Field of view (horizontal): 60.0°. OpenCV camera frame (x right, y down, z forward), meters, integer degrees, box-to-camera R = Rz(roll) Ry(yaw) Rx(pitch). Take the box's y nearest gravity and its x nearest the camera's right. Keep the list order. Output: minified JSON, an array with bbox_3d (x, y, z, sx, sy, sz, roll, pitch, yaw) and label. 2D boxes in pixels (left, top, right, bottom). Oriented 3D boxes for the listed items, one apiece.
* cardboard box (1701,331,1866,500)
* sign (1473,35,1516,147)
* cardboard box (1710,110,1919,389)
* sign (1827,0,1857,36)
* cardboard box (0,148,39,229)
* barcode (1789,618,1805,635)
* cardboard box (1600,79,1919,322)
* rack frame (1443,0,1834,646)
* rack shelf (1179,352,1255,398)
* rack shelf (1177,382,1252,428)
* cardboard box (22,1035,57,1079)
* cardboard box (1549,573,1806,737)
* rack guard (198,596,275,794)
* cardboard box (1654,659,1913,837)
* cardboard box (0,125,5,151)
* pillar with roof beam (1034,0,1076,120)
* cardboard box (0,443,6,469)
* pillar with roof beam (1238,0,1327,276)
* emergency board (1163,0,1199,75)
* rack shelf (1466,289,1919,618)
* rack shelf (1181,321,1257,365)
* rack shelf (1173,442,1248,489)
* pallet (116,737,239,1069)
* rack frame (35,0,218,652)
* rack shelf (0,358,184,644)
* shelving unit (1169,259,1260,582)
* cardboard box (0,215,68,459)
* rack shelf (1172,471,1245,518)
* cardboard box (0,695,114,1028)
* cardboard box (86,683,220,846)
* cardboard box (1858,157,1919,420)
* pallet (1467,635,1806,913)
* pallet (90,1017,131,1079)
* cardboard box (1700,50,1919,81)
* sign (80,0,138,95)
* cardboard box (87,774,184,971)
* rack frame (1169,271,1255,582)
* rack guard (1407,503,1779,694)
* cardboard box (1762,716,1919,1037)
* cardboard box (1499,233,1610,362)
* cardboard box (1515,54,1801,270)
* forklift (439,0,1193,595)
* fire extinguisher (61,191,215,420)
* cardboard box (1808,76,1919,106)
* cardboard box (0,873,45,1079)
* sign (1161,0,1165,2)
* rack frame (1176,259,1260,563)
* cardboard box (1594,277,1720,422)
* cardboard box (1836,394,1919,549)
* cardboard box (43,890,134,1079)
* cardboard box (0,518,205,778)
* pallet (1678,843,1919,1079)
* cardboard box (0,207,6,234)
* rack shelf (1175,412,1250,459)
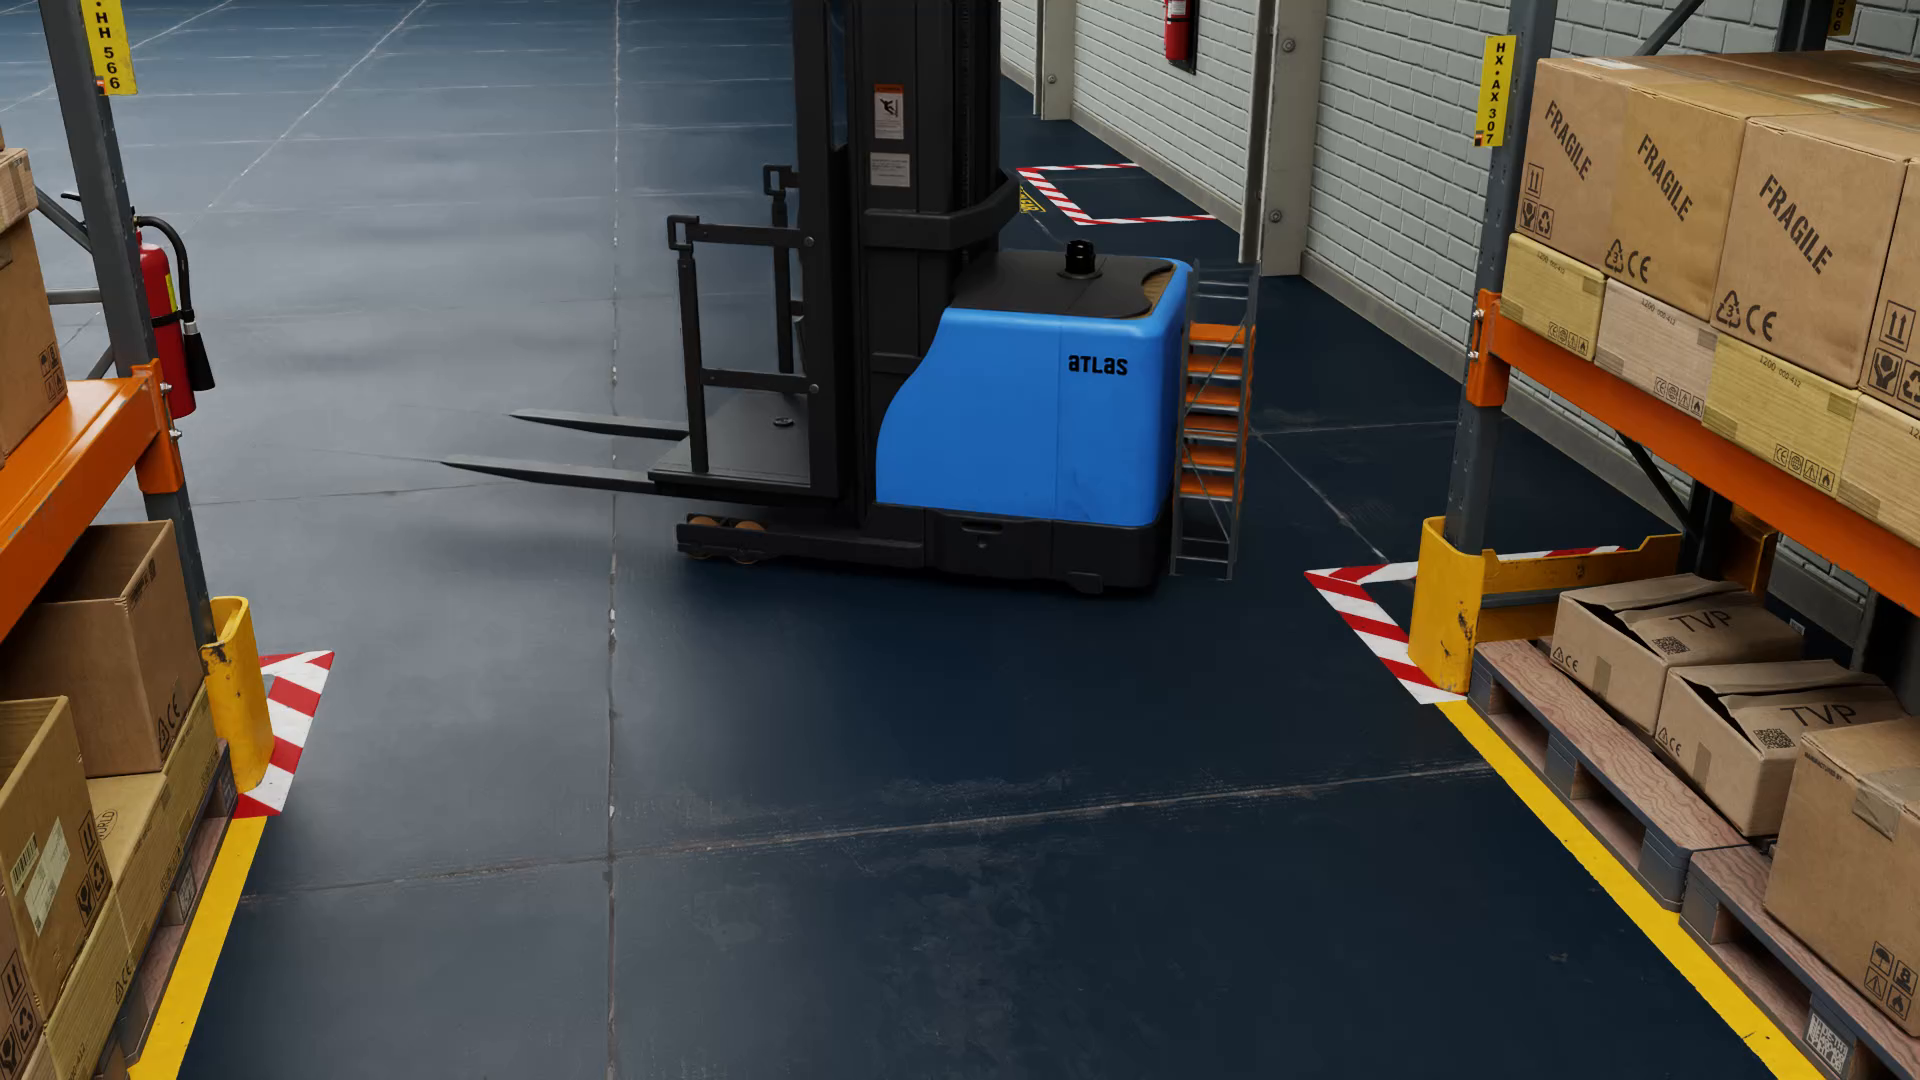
[{"bbox_3d":[2.126,-0.317,3.892,0.500,0.250,0.500,-5,24,-11],"label":"cardboard box"},{"bbox_3d":[1.617,-1.353,5.019,0.100,0.325,0.005,-4,24,-10],"label":"sign"},{"bbox_3d":[2.114,-0.672,3.766,0.500,0.500,0.500,-5,24,-11],"label":"cardboard box"},{"bbox_3d":[2.699,-1.705,5.065,0.100,0.325,0.005,-4,24,-10],"label":"sign"},{"bbox_3d":[-2.460,-0.835,3.979,0.380,0.149,0.250,-5,24,-11],"label":"cardboard box"},{"bbox_3d":[2.586,0.286,5.145,0.001,0.075,0.075,-4,24,-10],"label":"barcode"},{"bbox_3d":[2.024,-0.875,4.232,0.500,0.500,0.500,-4,24,-10],"label":"cardboard box"},{"bbox_3d":[2.150,-0.997,5.284,1.000,3.000,0.127,-4,24,-10],"label":"rack frame"},{"bbox_3d":[0.953,-0.616,6.171,0.258,0.103,0.180,6,24,13],"label":"rack shelf"},{"bbox_3d":[0.953,-0.506,6.219,0.258,0.103,0.180,6,24,13],"label":"rack shelf"},{"bbox_3d":[-2.039,1.217,3.126,0.500,0.250,0.500,-4,24,-10],"label":"cardboard box"},{"bbox_3d":[2.189,0.313,5.096,0.500,0.311,0.500,-7,25,-16],"label":"cardboard box"},{"bbox_3d":[-2.722,0.508,4.963,1.175,0.500,0.348,-4,24,-10],"label":"rack guard"},{"bbox_3d":[2.295,0.537,4.582,0.500,0.311,0.500,-2,24,-5],"label":"cardboard box"},{"bbox_3d":[-2.634,-1.063,3.691,0.700,0.500,0.500,-4,24,-10],"label":"cardboard box"},{"bbox_3d":[-3.320,-7.936,13.677,9.100,9.000,0.400,-4,24,-10],"label":"pillar with roof beam"},{"bbox_3d":[-2.542,-0.283,3.526,0.700,0.500,0.500,-4,24,-8],"label":"cardboard box"},{"bbox_3d":[-2.211,-5.576,8.273,9.100,9.000,0.400,-4,24,-10],"label":"pillar with roof beam"},{"bbox_3d":[1.600,-4.120,12.436,0.194,1.169,0.643,-4,24,-10],"label":"emergency board"},{"bbox_3d":[2.520,0.120,3.627,1.077,0.370,4.000,-4,24,-10],"label":"rack shelf"},{"bbox_3d":[0.954,-0.726,6.123,0.258,0.103,0.180,6,24,13],"label":"rack shelf"},{"bbox_3d":[0.952,-0.286,6.315,0.258,0.103,0.180,6,24,13],"label":"rack shelf"},{"bbox_3d":[-2.535,0.947,4.318,1.003,0.211,1.213,-4,24,-10],"label":"pallet"},{"bbox_3d":[-2.718,-0.628,4.441,1.000,3.000,0.127,-4,24,-10],"label":"rack frame"},{"bbox_3d":[-2.348,0.488,2.784,1.077,0.370,4.000,-4,24,-10],"label":"rack shelf"},{"bbox_3d":[0.952,-0.437,6.249,0.258,1.200,0.189,6,24,13],"label":"shelving unit"},{"bbox_3d":[-2.644,-0.490,3.998,0.700,0.500,0.500,-4,24,-10],"label":"cardboard box"},{"bbox_3d":[0.951,-0.176,6.363,0.258,0.103,0.180,6,24,13],"label":"rack shelf"},{"bbox_3d":[-2.127,0.677,3.427,0.500,0.500,0.500,-4,24,-10],"label":"cardboard box"},{"bbox_3d":[-2.328,0.628,4.474,0.500,0.250,0.500,-4,24,-10],"label":"cardboard box"},{"bbox_3d":[2.221,-0.470,3.303,0.500,0.500,0.500,-4,24,-8],"label":"cardboard box"},{"bbox_3d":[2.279,0.633,5.036,1.003,0.211,1.213,-4,24,-10],"label":"pallet"},{"bbox_3d":[-2.313,1.426,3.221,1.003,0.211,1.213,-4,24,-10],"label":"pallet"},{"bbox_3d":[2.446,-1.111,4.771,0.500,0.500,0.500,-5,24,-10],"label":"cardboard box"},{"bbox_3d":[-2.182,-1.302,4.241,0.100,0.325,0.005,-4,24,-10],"label":"sign"},{"bbox_3d":[-2.224,0.824,4.026,0.500,0.250,0.500,-4,24,-10],"label":"cardboard box"},{"bbox_3d":[0.930,-0.401,6.168,0.240,1.200,0.006,6,24,13],"label":"rack frame"},{"bbox_3d":[2.164,0.179,5.716,1.175,0.500,0.348,-4,24,-10],"label":"rack guard"},{"bbox_3d":[2.381,0.743,3.875,0.700,0.500,0.500,-6,24,-13],"label":"cardboard box"},{"bbox_3d":[1.928,-0.721,4.817,0.500,0.250,0.500,-5,24,-11],"label":"cardboard box"},{"bbox_3d":[1.943,-1.071,4.679,0.500,0.500,0.500,-4,24,-10],"label":"cardboard box"},{"bbox_3d":[-0.628,-1.444,6.394,3.031,2.935,1.130,6,24,13],"label":"forklift"},{"bbox_3d":[-2.283,-0.674,4.642,0.296,0.674,0.183,-4,24,-10],"label":"fire extinguisher"},{"bbox_3d":[2.529,-0.912,4.316,0.500,0.500,0.500,-4,24,-9],"label":"cardboard box"},{"bbox_3d":[-2.036,0.873,2.976,0.500,0.500,0.500,-4,24,-10],"label":"cardboard box"},{"bbox_3d":[1.600,-4.362,12.944,0.001,0.329,0.234,-4,24,-10],"label":"sign"},{"bbox_3d":[0.975,-0.472,6.330,0.240,1.200,0.006,6,24,13],"label":"rack frame"},{"bbox_3d":[2.038,-0.518,4.351,0.500,0.250,0.500,-5,24,-11],"label":"cardboard box"},{"bbox_3d":[2.218,-0.118,3.436,0.500,0.250,0.500,-4,24,-9],"label":"cardboard box"},{"bbox_3d":[-2.130,1.021,3.576,0.500,0.250,0.500,-4,24,-10],"label":"cardboard box"},{"bbox_3d":[-2.326,0.284,4.325,0.500,0.500,0.500,-4,24,-10],"label":"cardboard box"},{"bbox_3d":[2.502,1.112,3.939,1.003,0.211,1.213,-4,24,-10],"label":"pallet"},{"bbox_3d":[-2.410,-0.732,3.744,0.380,0.149,0.250,-4,24,-8],"label":"cardboard box"},{"bbox_3d":[0.952,-0.396,6.267,0.258,0.103,0.180,6,24,13],"label":"rack shelf"}]
